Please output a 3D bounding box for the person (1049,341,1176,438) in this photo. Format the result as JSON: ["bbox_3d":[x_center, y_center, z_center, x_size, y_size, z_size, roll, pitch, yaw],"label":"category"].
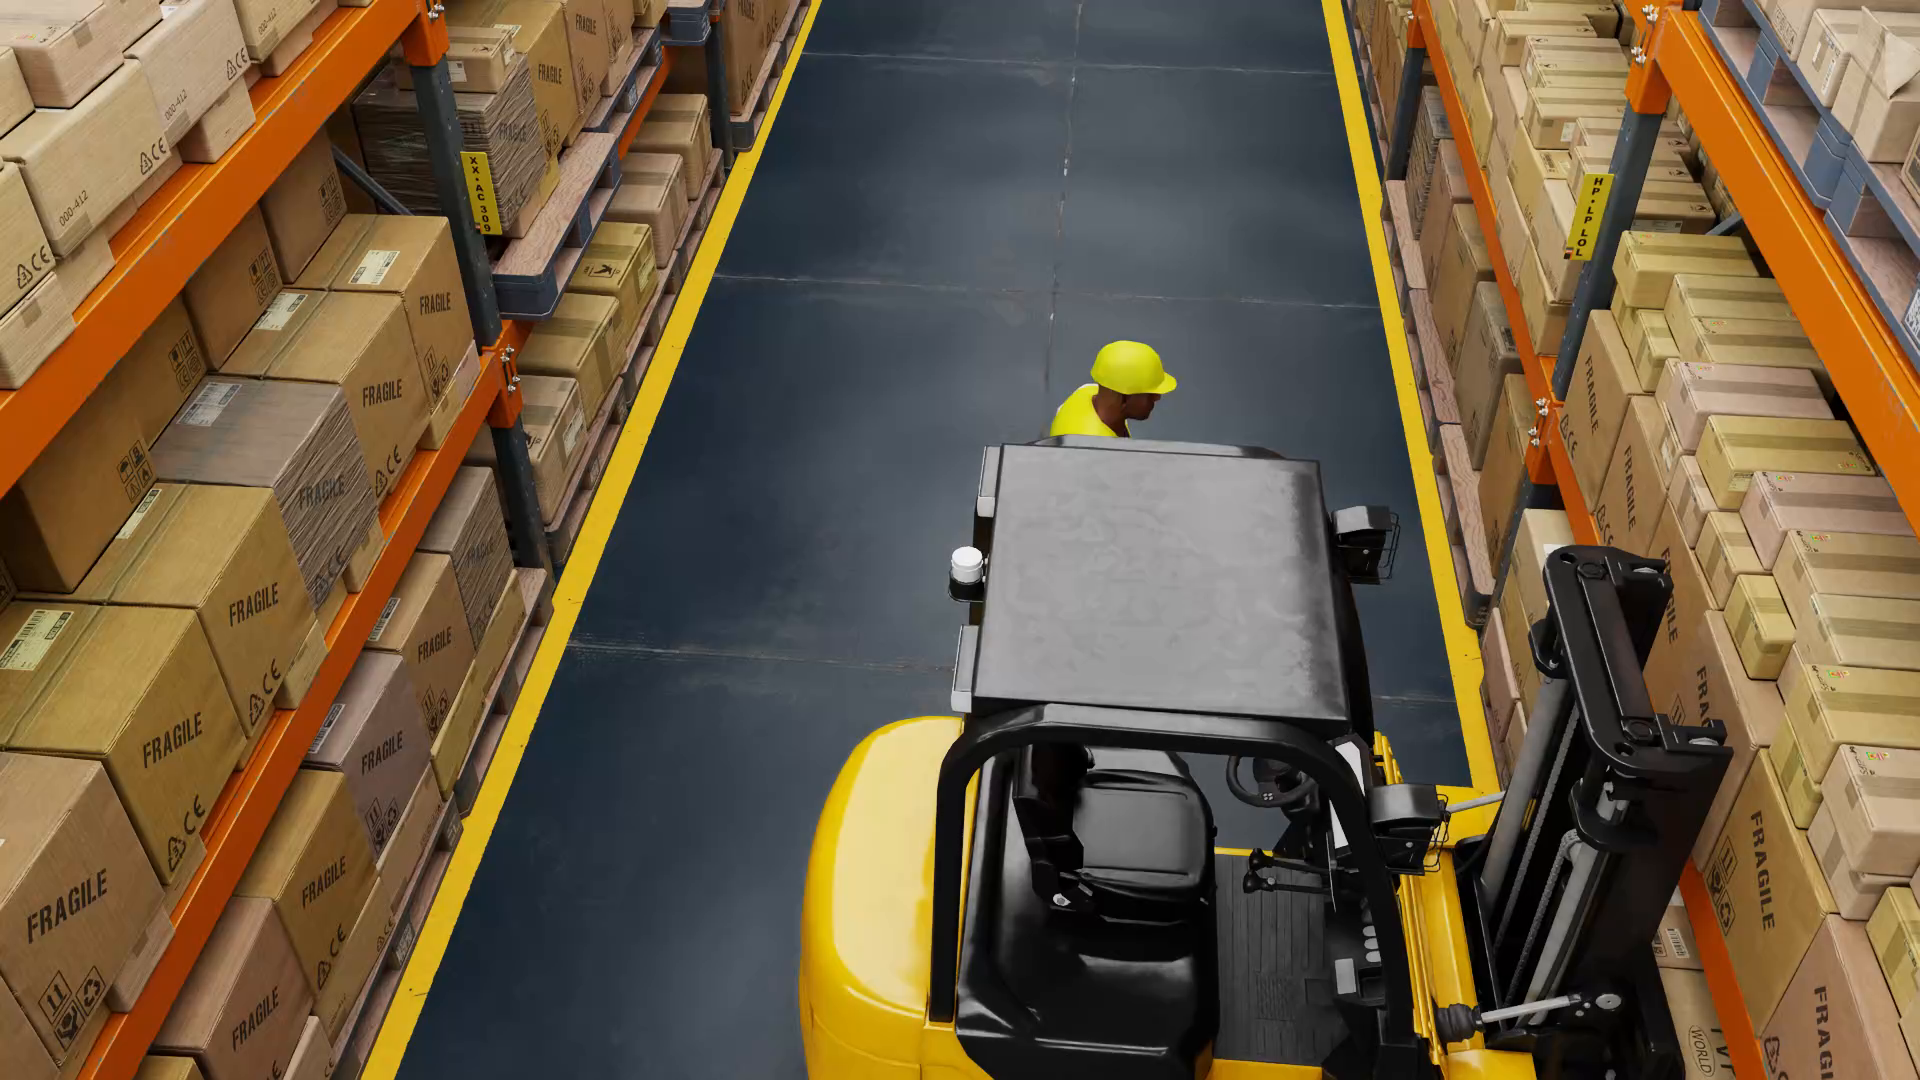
[{"bbox_3d":[0.502,0.033,6.103,0.461,1.760,0.626,3,40,4],"label":"person"}]
